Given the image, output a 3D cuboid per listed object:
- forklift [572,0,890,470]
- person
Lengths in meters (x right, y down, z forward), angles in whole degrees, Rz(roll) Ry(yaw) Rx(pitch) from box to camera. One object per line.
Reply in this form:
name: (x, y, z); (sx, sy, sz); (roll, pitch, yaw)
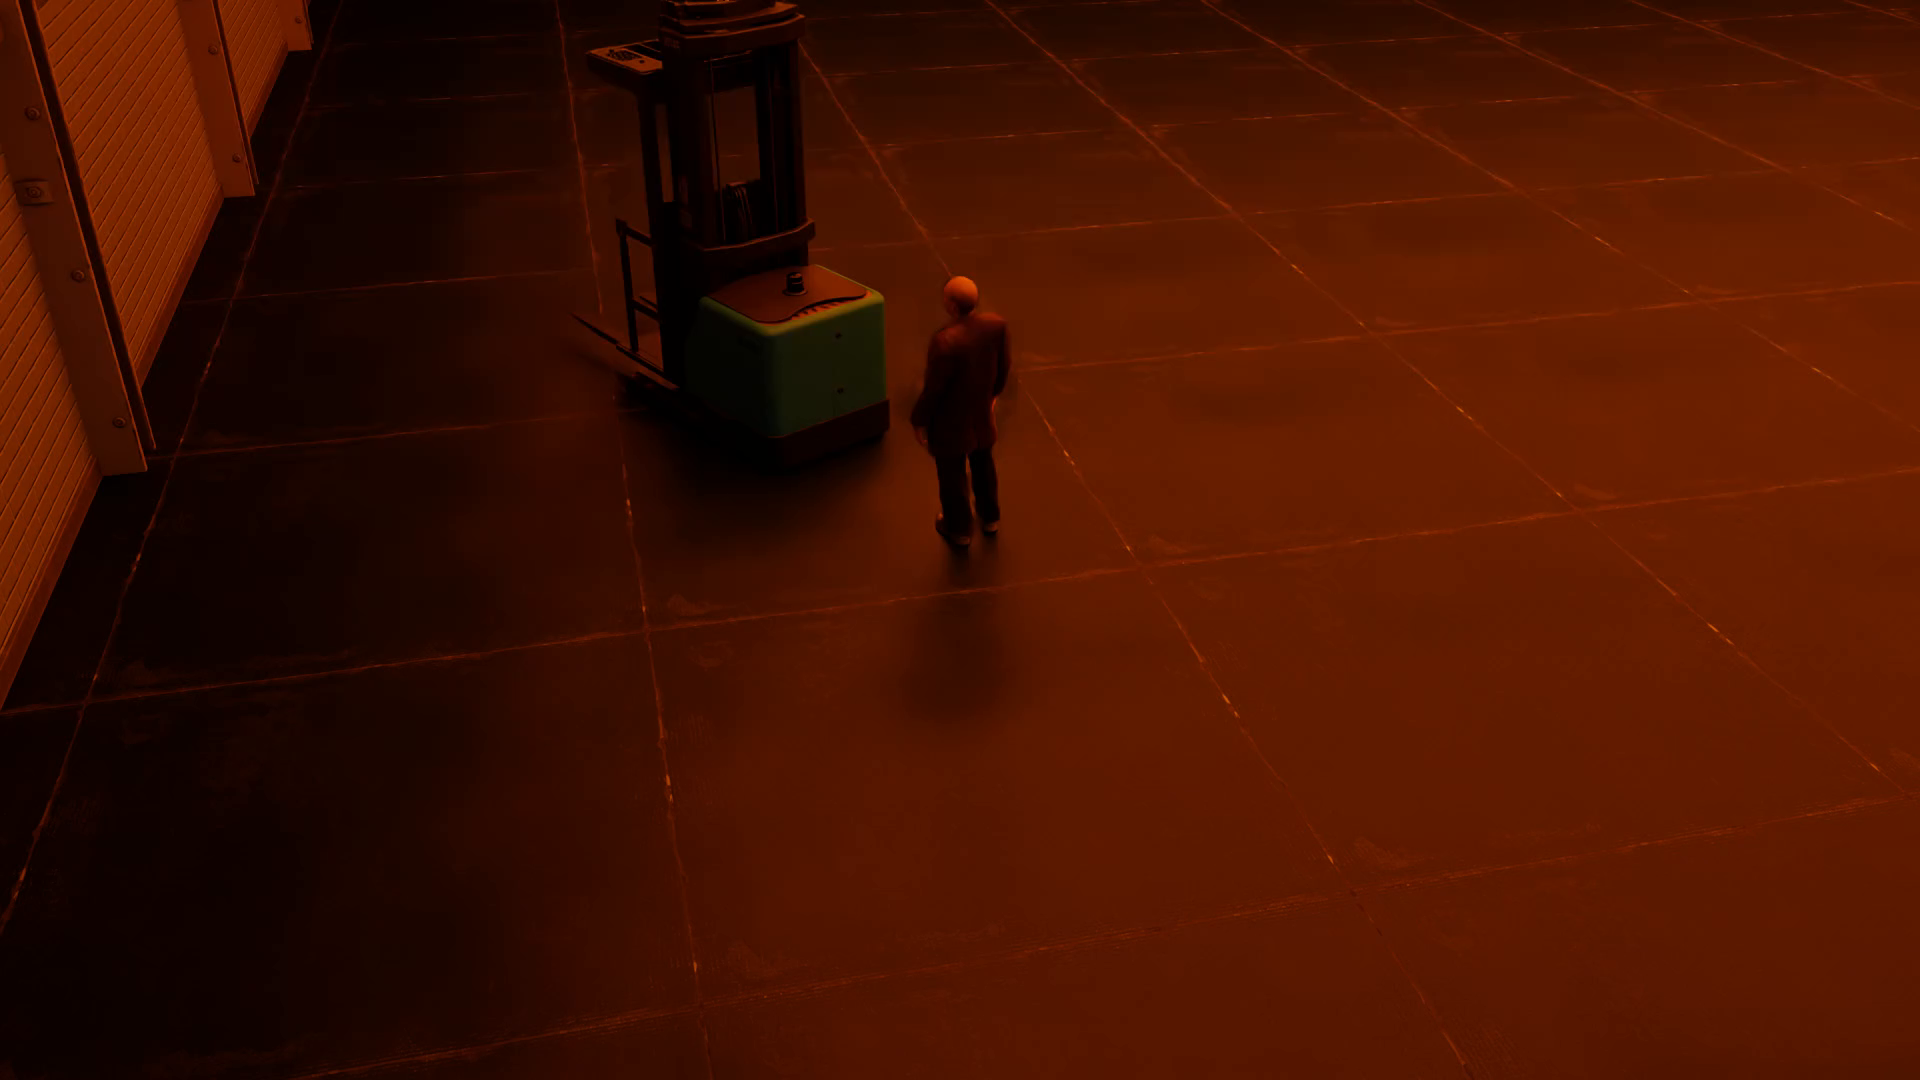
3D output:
forklift: (-1.832, -2.404, 11.727); (1.130, 2.935, 3.031); (-23, 37, -34)
person: (0.005, -0.799, 10.101); (0.775, 1.778, 0.465); (-23, 37, -34)
